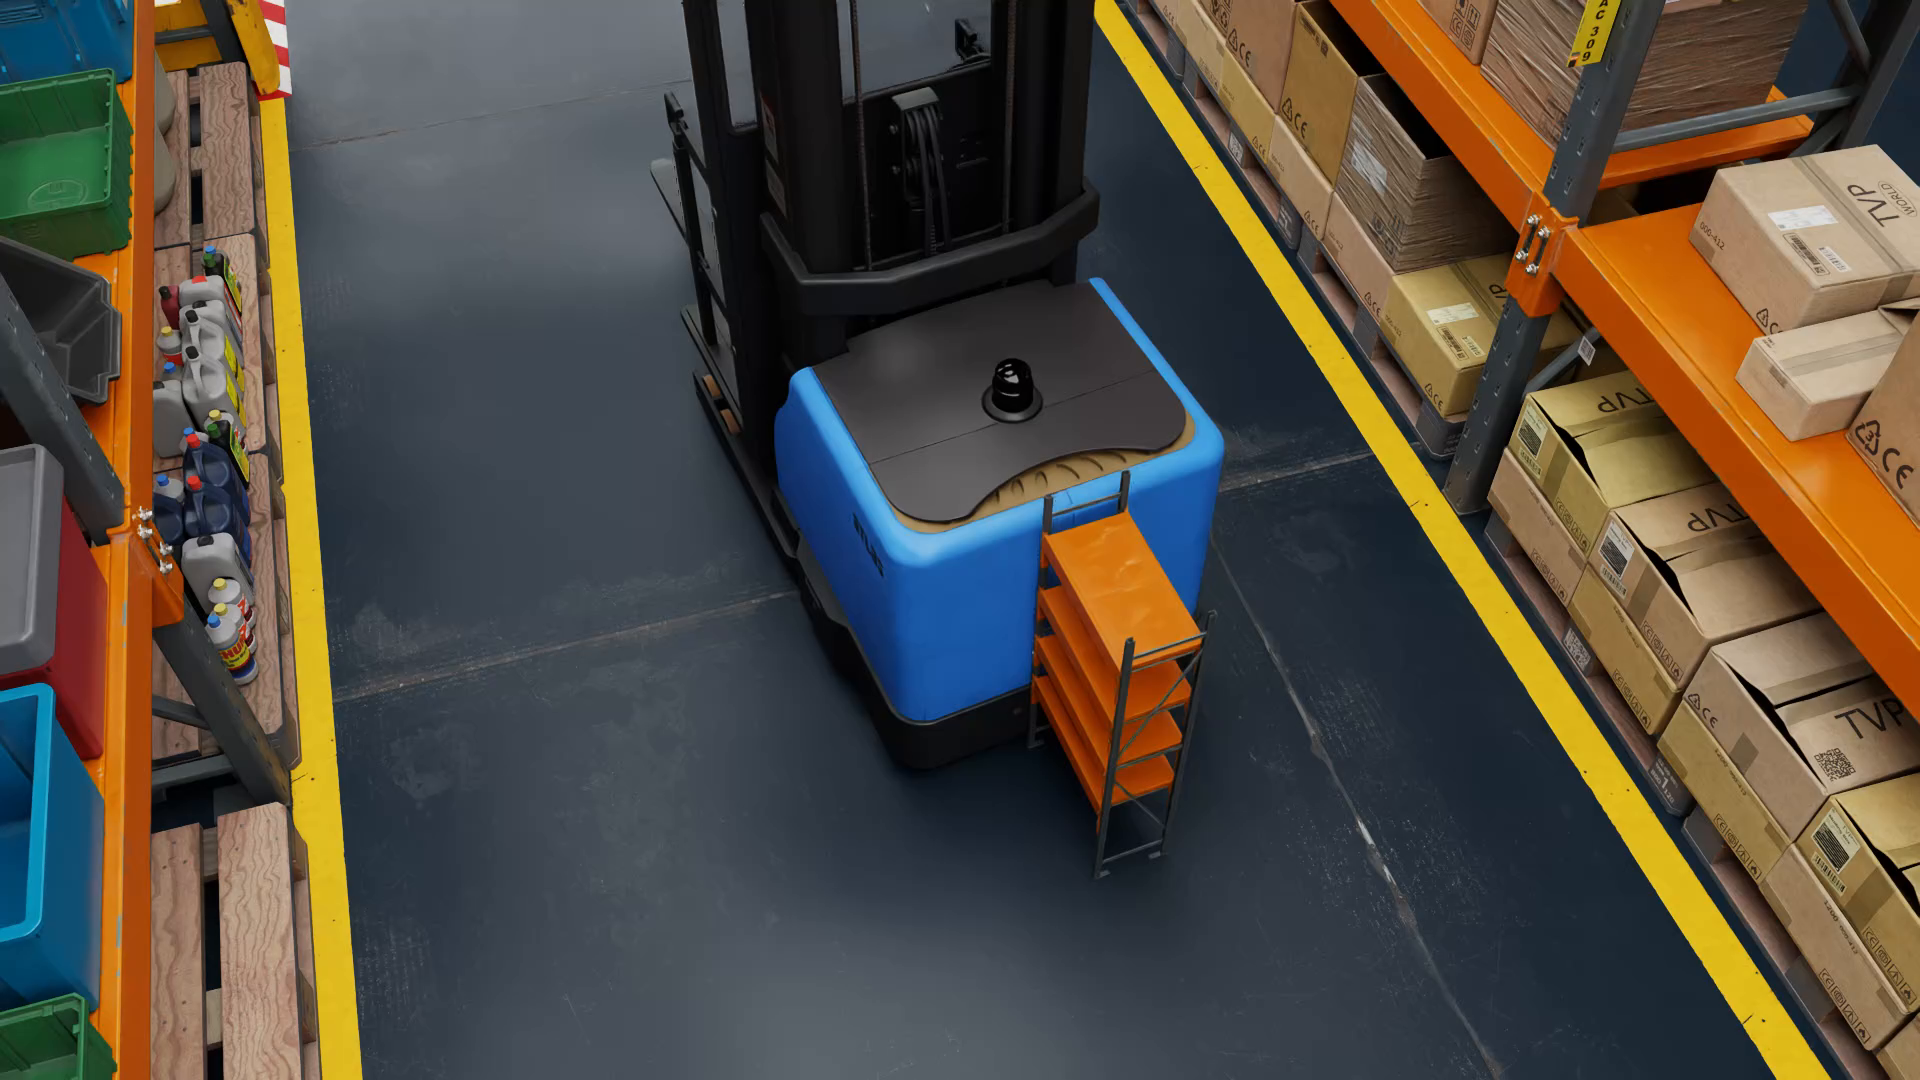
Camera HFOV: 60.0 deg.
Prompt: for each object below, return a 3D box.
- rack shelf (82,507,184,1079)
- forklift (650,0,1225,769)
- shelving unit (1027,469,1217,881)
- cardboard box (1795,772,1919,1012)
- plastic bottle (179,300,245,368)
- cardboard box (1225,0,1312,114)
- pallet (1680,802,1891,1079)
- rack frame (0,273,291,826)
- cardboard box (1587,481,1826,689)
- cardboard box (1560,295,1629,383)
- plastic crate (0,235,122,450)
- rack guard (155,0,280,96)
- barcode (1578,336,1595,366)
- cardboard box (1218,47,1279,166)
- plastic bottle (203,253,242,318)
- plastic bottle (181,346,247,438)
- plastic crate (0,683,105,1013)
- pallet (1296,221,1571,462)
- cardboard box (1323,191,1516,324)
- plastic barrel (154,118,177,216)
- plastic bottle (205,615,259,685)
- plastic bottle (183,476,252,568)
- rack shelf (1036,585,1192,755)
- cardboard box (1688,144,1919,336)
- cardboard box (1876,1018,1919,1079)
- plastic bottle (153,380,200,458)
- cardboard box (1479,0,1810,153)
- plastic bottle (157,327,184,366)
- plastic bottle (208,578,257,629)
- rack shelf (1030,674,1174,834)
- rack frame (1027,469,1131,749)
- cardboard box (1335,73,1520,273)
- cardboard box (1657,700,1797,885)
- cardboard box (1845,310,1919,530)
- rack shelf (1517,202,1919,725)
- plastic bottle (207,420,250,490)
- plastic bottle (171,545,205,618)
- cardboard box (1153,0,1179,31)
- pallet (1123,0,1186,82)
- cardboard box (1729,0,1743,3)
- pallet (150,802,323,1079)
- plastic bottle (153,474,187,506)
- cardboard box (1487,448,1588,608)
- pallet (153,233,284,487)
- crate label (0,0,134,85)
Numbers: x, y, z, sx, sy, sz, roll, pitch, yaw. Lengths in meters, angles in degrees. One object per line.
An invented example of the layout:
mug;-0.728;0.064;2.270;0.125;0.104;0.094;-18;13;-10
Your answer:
rack shelf;-1.941;1.607;2.903;1.077;0.370;4.000;-13;51;-11
forklift;-0.321;-1.392;5.007;1.130;2.935;3.031;-19;53;-16
shelving unit;0.416;0.411;4.613;0.258;1.200;0.503;-17;53;-14
cardboard box;2.541;0.848;4.230;0.500;0.311;0.500;-12;51;-10
plastic bottle;-2.664;-0.737;5.903;0.152;0.276;0.135;-15;51;-12
cardboard box;1.405;-2.077;6.572;0.500;0.500;0.500;-13;51;-11
pallet;2.820;1.118;4.669;1.003;0.211;1.213;-13;51;-11
rack frame;-2.532;-0.085;3.860;1.000;3.000;0.127;-13;51;-11
cardboard box;2.228;0.093;4.867;0.500;0.311;0.500;-14;51;-11
cardboard box;2.353;-0.859;6.036;0.500;0.250;0.500;-13;51;-11
plastic crate;-2.566;-0.476;4.230;0.767;0.338;0.504;-13;51;-11
rack guard;-3.648;-2.156;7.241;1.175;0.500;0.348;-13;51;-11
barcode;1.878;-0.567;4.986;0.001;0.075;0.075;-13;51;-11
cardboard box;1.406;-1.835;6.859;0.500;0.250;0.500;-13;51;-11
plastic bottle;-2.701;-0.949;6.077;0.061;0.283;0.133;-12;51;-10
plastic bottle;-2.556;-0.505;5.659;0.144;0.351;0.185;-14;51;-11
plastic crate;-1.909;0.655;3.246;0.392;0.384;0.575;-13;51;-11
pallet;2.006;-0.894;6.365;1.003;0.211;1.213;-13;51;-11
cardboard box;1.716;-1.108;6.246;0.500;0.250;0.500;-13;51;-11
plastic barrel;-3.299;-1.511;6.414;0.421;0.512;0.421;0;50;0
plastic bottle;-2.208;0.321;5.015;0.097;0.271;0.097;0;50;0
plastic bottle;-2.375;-0.057;5.281;0.144;0.351;0.185;-12;51;-10
rack shelf;0.417;0.312;4.492;0.258;0.148;0.480;-17;53;-14
cardboard box;2.388;-0.804;4.564;0.500;0.250;0.500;-10;51;-9
cardboard box;2.693;1.397;4.134;0.500;0.250;0.500;-12;51;-10
plastic bottle;-2.690;-0.429;5.643;0.152;0.276;0.135;-13;51;-11
cardboard box;2.063;-1.557;5.036;0.700;0.500;0.500;-15;51;-12
plastic bottle;-2.777;-0.671;5.896;0.097;0.201;0.097;0;50;0
plastic bottle;-2.268;0.195;5.167;0.097;0.201;0.097;0;50;0
rack shelf;0.414;0.578;4.819;0.258;0.148;0.480;-17;53;-14
rack frame;0.326;0.234;4.756;0.240;1.200;0.015;-17;53;-14
cardboard box;1.718;-1.350;5.960;0.500;0.500;0.500;-13;51;-11
cardboard box;2.389;0.650;4.763;0.500;0.250;0.500;-15;51;-12
cardboard box;2.568;-0.285;3.963;0.500;0.500;0.500;-10;51;-8
rack shelf;2.792;0.490;3.845;1.077;0.370;4.000;-13;51;-11
plastic bottle;-2.439;-0.303;5.532;0.061;0.283;0.133;-11;51;-9
plastic bottle;-2.431;0.111;5.183;0.061;0.283;0.133;-13;51;-11
cardboard box;1.115;-2.567;7.476;0.500;0.250;0.500;-13;51;-11
pallet;1.284;-2.676;7.868;1.003;0.211;1.213;-13;51;-11
cardboard box;2.306;-1.684;4.718;0.380;0.149;0.250;-13;51;-11
pallet;-2.263;1.378;4.450;1.003;0.211;1.213;-13;51;-11
plastic bottle;-2.533;-0.110;5.377;0.097;0.271;0.097;0;50;0
cardboard box;2.083;-0.101;5.397;0.500;0.250;0.500;-14;51;-12
pallet;-3.055;-0.579;6.100;1.003;0.211;1.213;-13;51;-11
crate label;-2.912;-1.735;5.228;0.502;0.435;0.616;-13;51;-11
